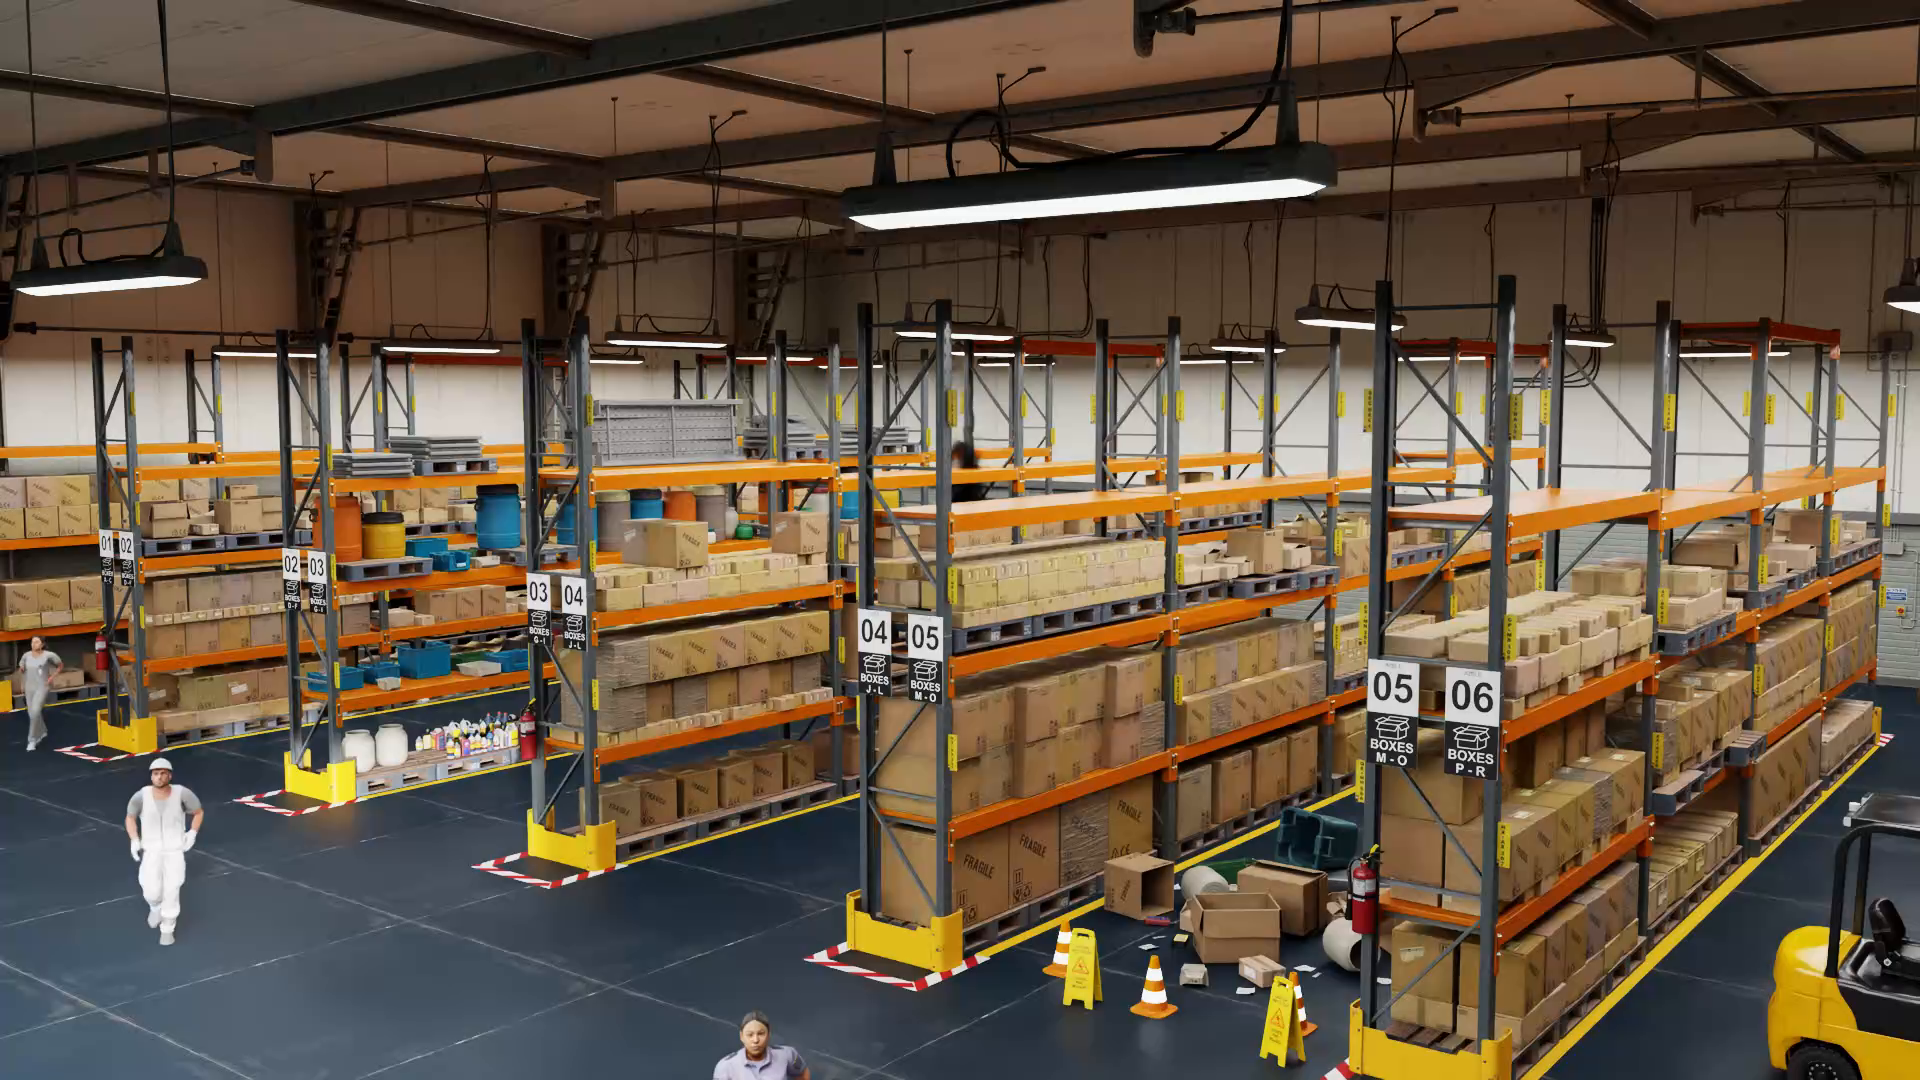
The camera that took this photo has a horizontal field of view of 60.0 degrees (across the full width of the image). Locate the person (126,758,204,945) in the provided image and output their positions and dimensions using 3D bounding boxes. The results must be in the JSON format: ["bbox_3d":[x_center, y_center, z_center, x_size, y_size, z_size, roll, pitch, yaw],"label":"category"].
[{"bbox_3d":[-7.535,2.924,15.785,0.678,1.756,0.593,-2,5,-22],"label":"person"}]

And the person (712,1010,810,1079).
[{"bbox_3d":[-1.153,3.531,9.550,0.583,1.707,0.746,0,5,-5],"label":"person"}]

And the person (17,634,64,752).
[{"bbox_3d":[-13.489,2.229,24.381,0.567,1.712,0.728,0,5,0],"label":"person"}]

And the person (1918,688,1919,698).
[{"bbox_3d":[13.373,2.374,22.670,0.567,1.623,0.537,3,6,27],"label":"person"}]
